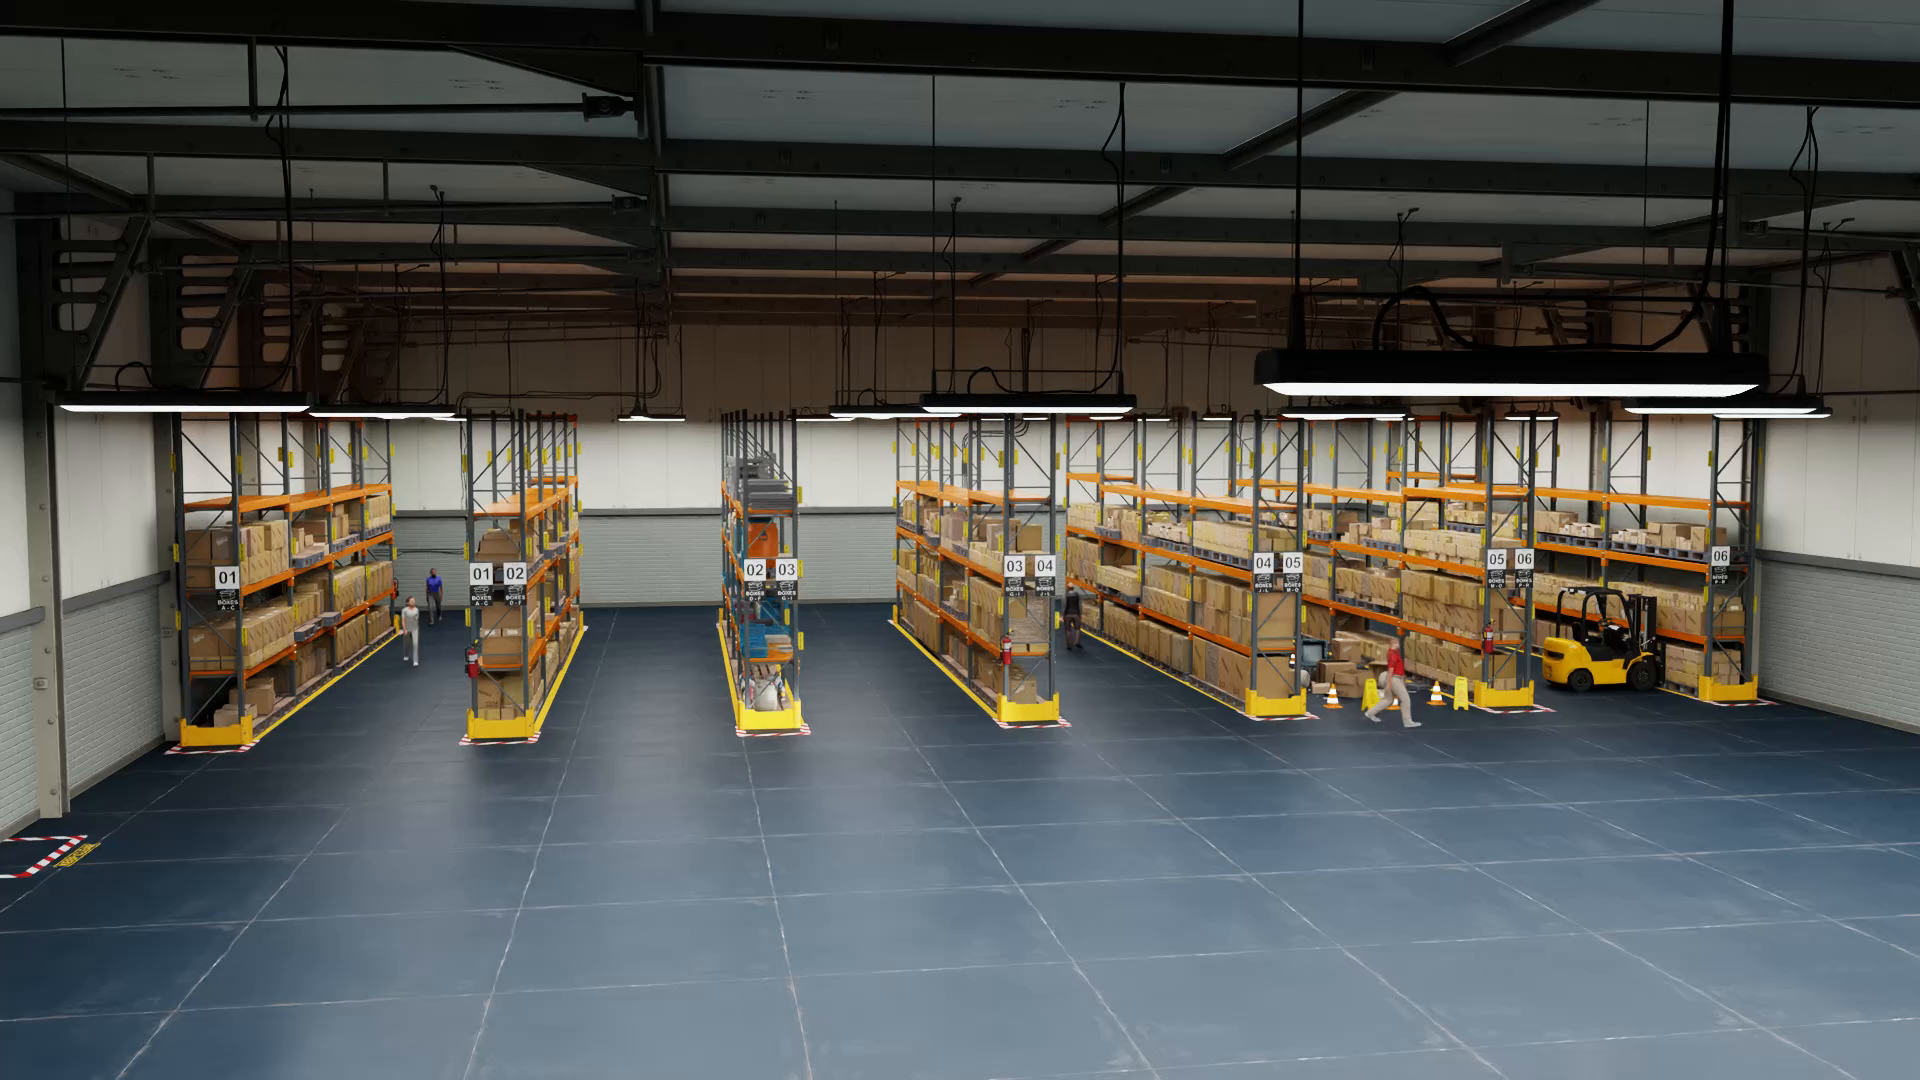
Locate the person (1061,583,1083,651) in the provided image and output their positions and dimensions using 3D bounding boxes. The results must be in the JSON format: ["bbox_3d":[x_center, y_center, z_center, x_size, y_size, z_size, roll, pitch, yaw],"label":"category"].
[{"bbox_3d":[2.825,1.938,42.062,0.563,1.719,0.519,-1,4,-11],"label":"person"}]

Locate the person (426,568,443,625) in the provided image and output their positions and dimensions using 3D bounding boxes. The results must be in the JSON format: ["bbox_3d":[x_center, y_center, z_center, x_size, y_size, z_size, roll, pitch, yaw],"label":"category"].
[{"bbox_3d":[-15.006,1.592,47.481,0.452,1.610,0.820,-1,4,-12],"label":"person"}]

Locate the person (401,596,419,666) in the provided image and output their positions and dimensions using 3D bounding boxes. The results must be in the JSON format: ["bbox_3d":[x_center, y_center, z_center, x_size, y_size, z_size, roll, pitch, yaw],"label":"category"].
[{"bbox_3d":[-13.034,2.143,39.423,0.404,1.624,1.019,-1,4,-19],"label":"person"}]

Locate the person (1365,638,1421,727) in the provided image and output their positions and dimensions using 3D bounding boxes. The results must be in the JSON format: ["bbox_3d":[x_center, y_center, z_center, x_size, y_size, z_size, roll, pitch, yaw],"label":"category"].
[{"bbox_3d":[8.225,2.685,31.531,0.979,1.675,0.525,0,4,4],"label":"person"}]
